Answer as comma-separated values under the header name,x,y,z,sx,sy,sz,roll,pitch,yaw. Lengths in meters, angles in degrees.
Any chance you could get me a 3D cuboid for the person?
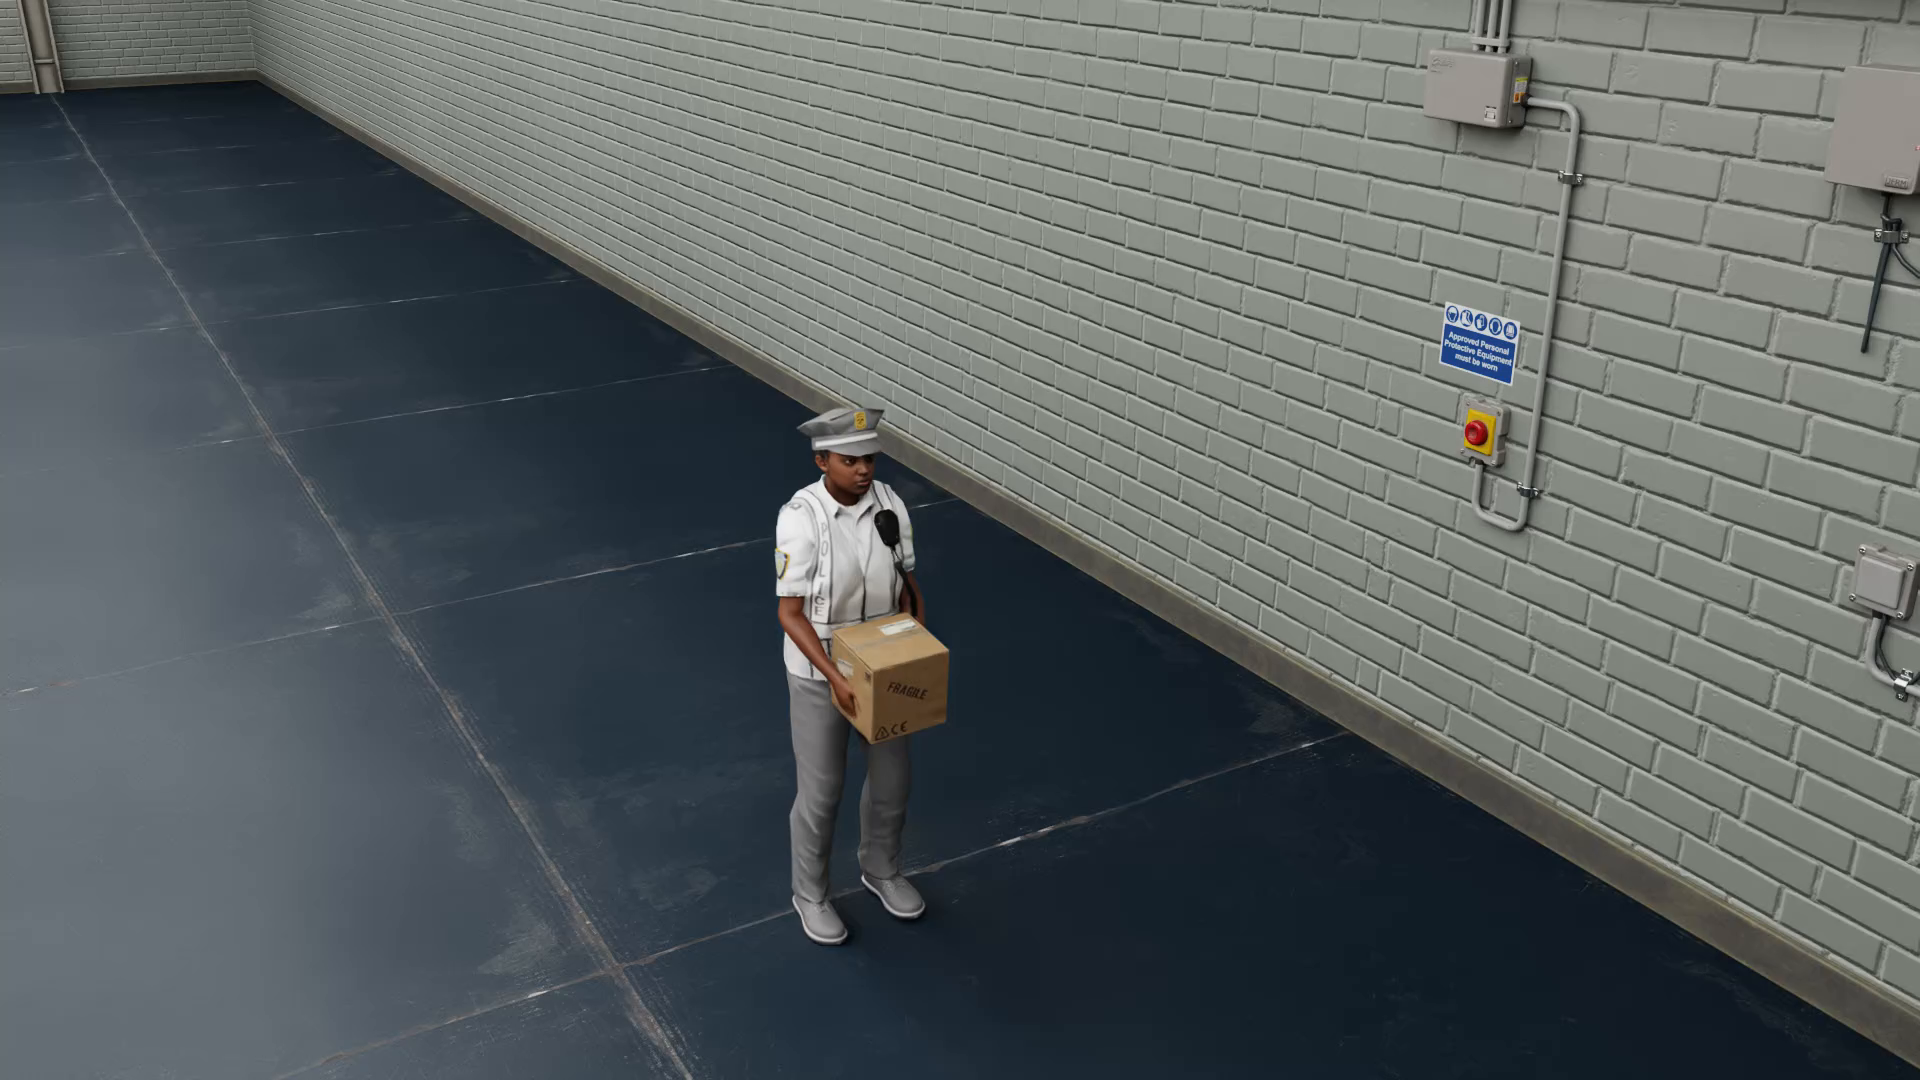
name,x,y,z,sx,sy,sz,roll,pitch,yaw
person,-0.300,0.414,5.016,0.472,1.691,0.488,-13,25,-29
